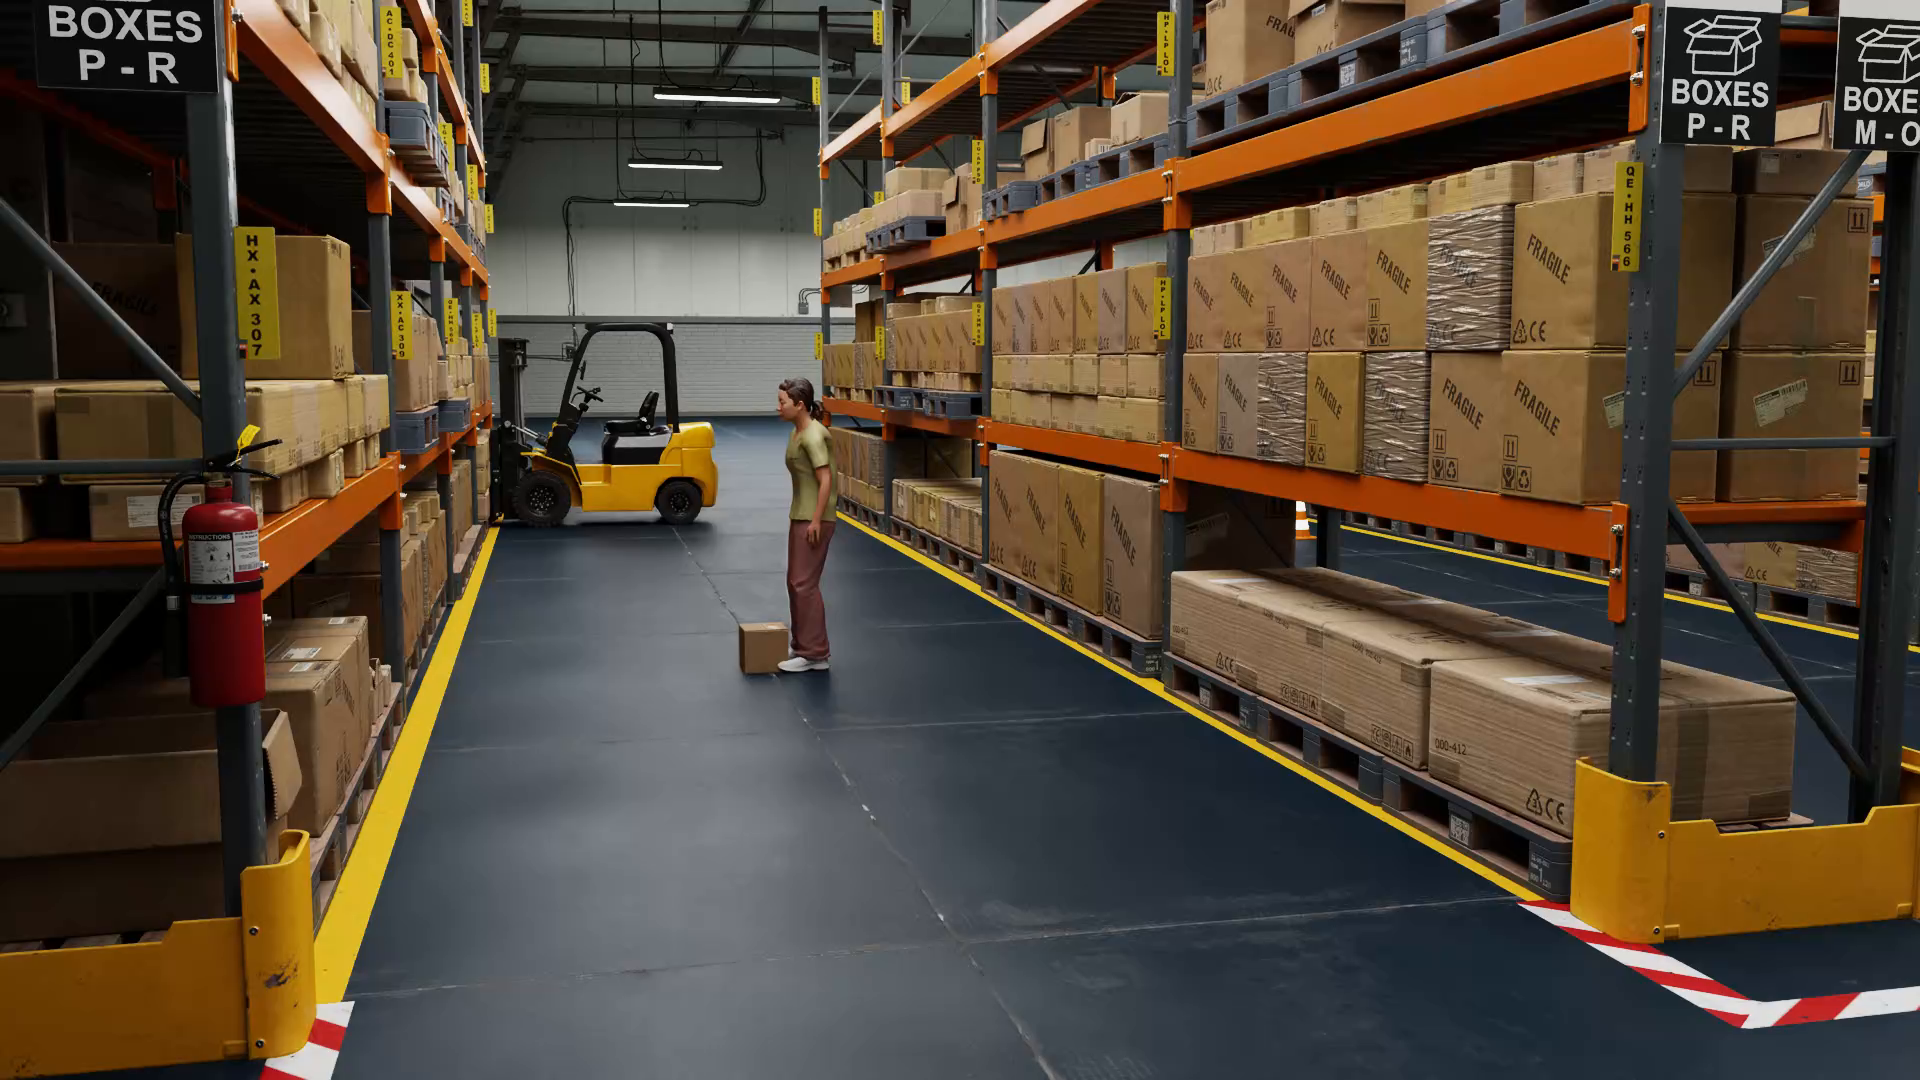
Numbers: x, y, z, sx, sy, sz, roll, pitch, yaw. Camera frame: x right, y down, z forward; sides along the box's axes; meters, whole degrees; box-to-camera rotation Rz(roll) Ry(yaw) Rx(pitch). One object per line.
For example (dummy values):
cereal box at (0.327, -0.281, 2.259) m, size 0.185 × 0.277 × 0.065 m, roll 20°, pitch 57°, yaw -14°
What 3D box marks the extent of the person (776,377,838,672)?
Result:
person at (-0.892, -0.095, 9.520) m, size 0.371 × 1.672 × 0.521 m, roll -2°, pitch 6°, yaw -17°
